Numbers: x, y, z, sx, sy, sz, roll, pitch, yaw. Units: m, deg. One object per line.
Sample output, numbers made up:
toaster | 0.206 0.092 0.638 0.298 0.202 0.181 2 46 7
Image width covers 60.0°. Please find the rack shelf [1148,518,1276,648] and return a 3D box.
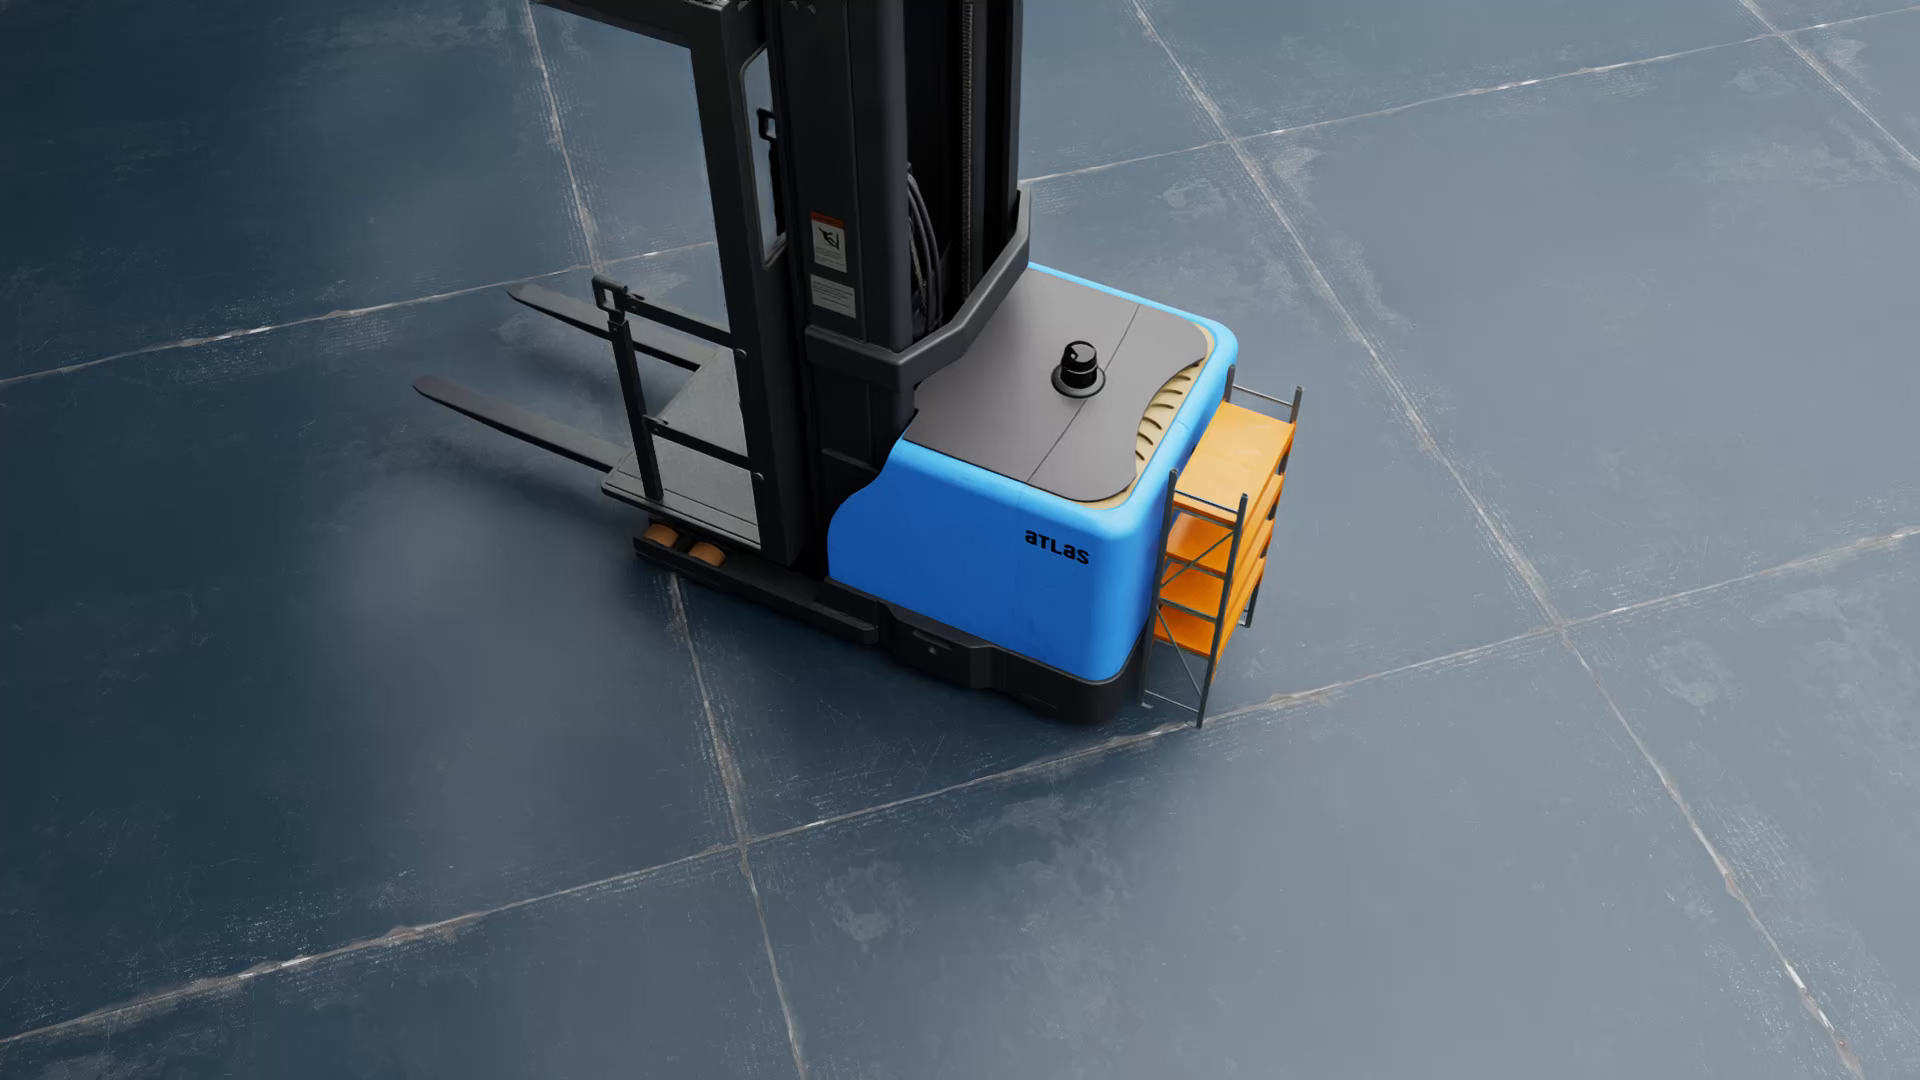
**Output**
rack shelf | 0.831 0.097 5.472 0.258 0.148 0.480 21 53 17

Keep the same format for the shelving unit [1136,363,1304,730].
shelving unit | 0.831 0.053 5.420 0.258 1.200 0.503 21 53 17

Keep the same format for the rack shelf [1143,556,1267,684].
rack shelf | 0.831 0.225 5.624 0.258 0.148 0.480 21 53 17

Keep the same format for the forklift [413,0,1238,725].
forklift | -0.628 -1.118 5.275 3.031 2.935 1.130 21 53 17

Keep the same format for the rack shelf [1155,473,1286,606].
rack shelf | 0.831 -0.048 5.301 0.258 0.148 0.480 21 53 17

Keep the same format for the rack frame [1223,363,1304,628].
rack frame | 0.939 -0.114 5.561 0.240 1.200 0.015 21 53 17

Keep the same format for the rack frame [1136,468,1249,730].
rack frame | 0.722 0.220 5.279 0.240 1.200 0.015 21 53 17

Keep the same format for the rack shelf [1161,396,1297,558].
rack shelf | 0.831 -0.200 5.120 0.258 0.148 0.480 21 53 17
